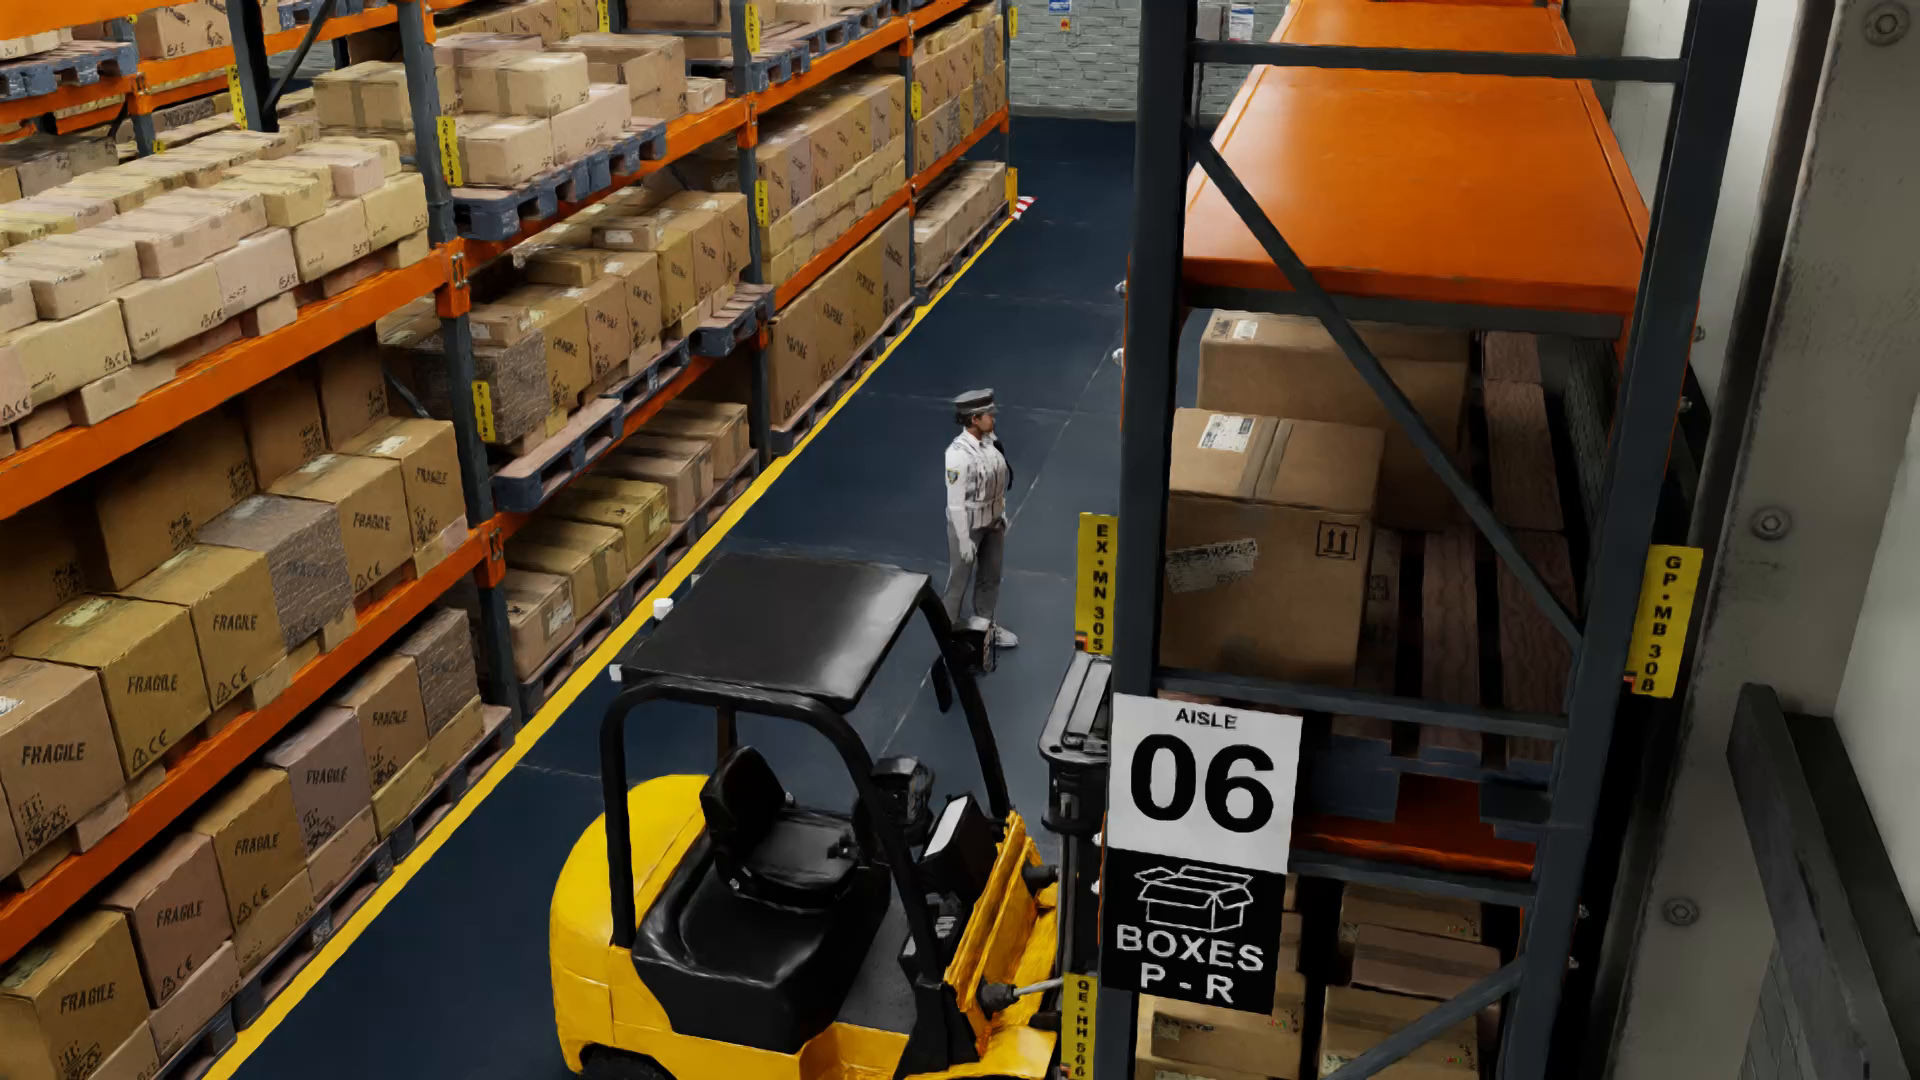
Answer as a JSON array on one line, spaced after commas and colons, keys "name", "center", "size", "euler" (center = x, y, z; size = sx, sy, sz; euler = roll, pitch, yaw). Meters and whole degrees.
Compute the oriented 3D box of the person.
[{"name": "person", "center": [0.099, -0.096, 9.830], "size": [0.355, 1.691, 0.561], "euler": [18, 31, 32]}]
